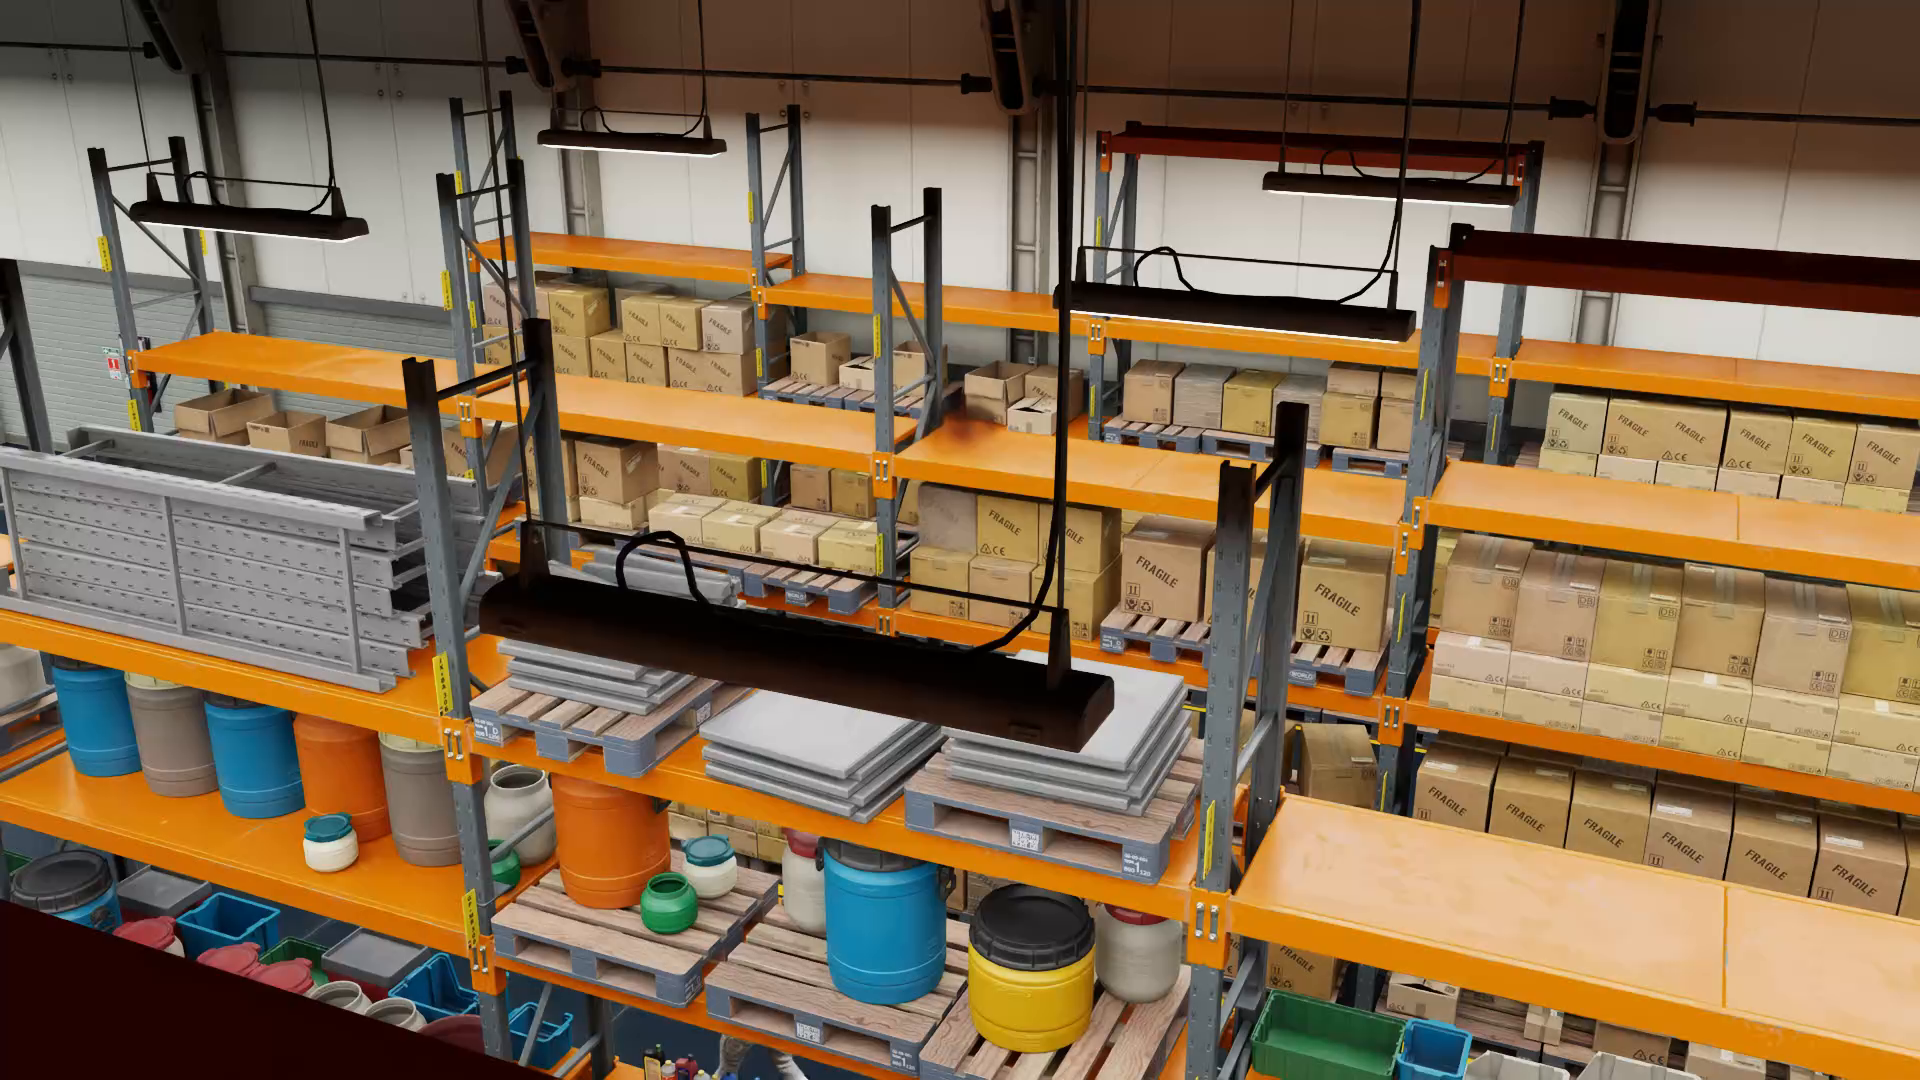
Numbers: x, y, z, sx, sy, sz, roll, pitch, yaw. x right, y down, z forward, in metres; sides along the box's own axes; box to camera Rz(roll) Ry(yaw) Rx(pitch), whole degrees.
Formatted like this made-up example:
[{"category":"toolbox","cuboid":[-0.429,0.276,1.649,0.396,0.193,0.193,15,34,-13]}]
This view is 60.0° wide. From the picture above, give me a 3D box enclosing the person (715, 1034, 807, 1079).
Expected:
[{"category":"person","cuboid":[-1.425,3.284,11.487,0.589,1.748,1.061,-18,27,-39]}]
